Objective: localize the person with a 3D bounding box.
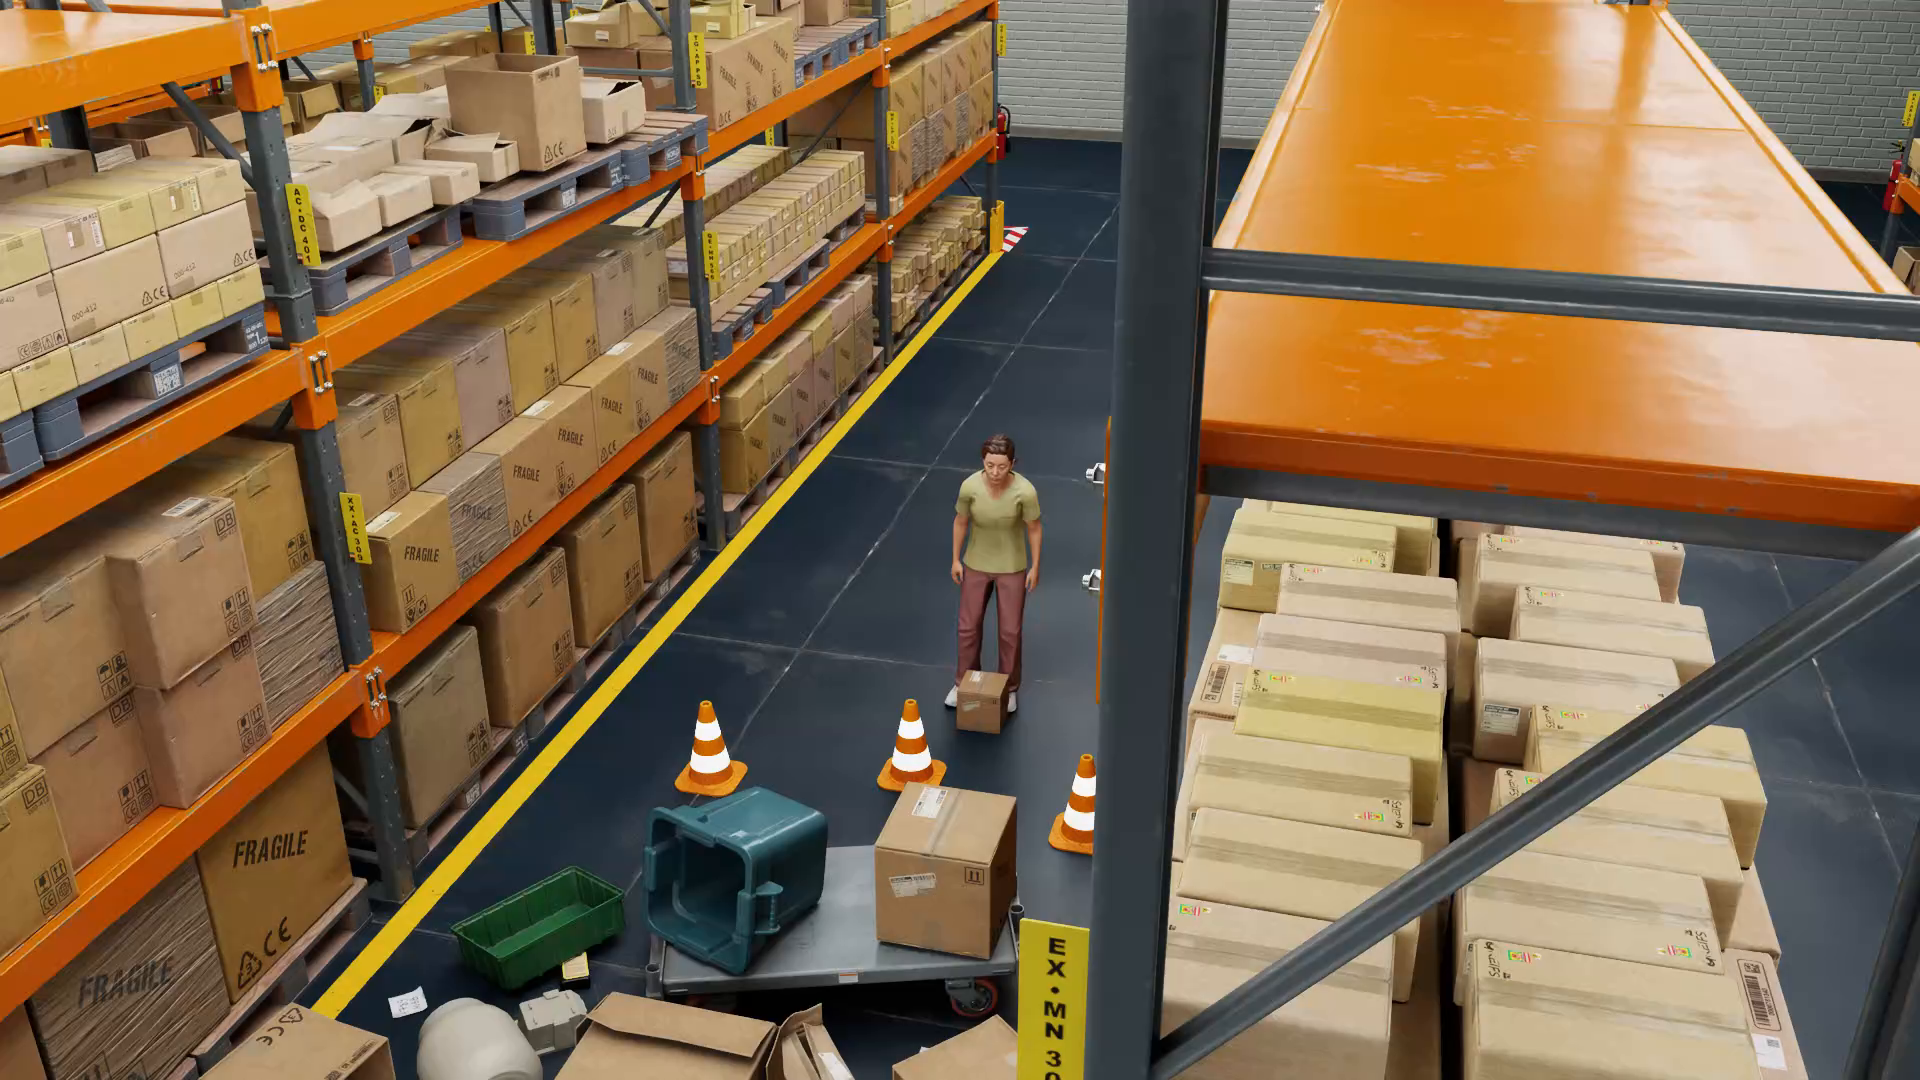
[{"bbox_3d":[0.192,0.171,9.340,0.521,1.672,0.355,5,26,10],"label":"person"}]
